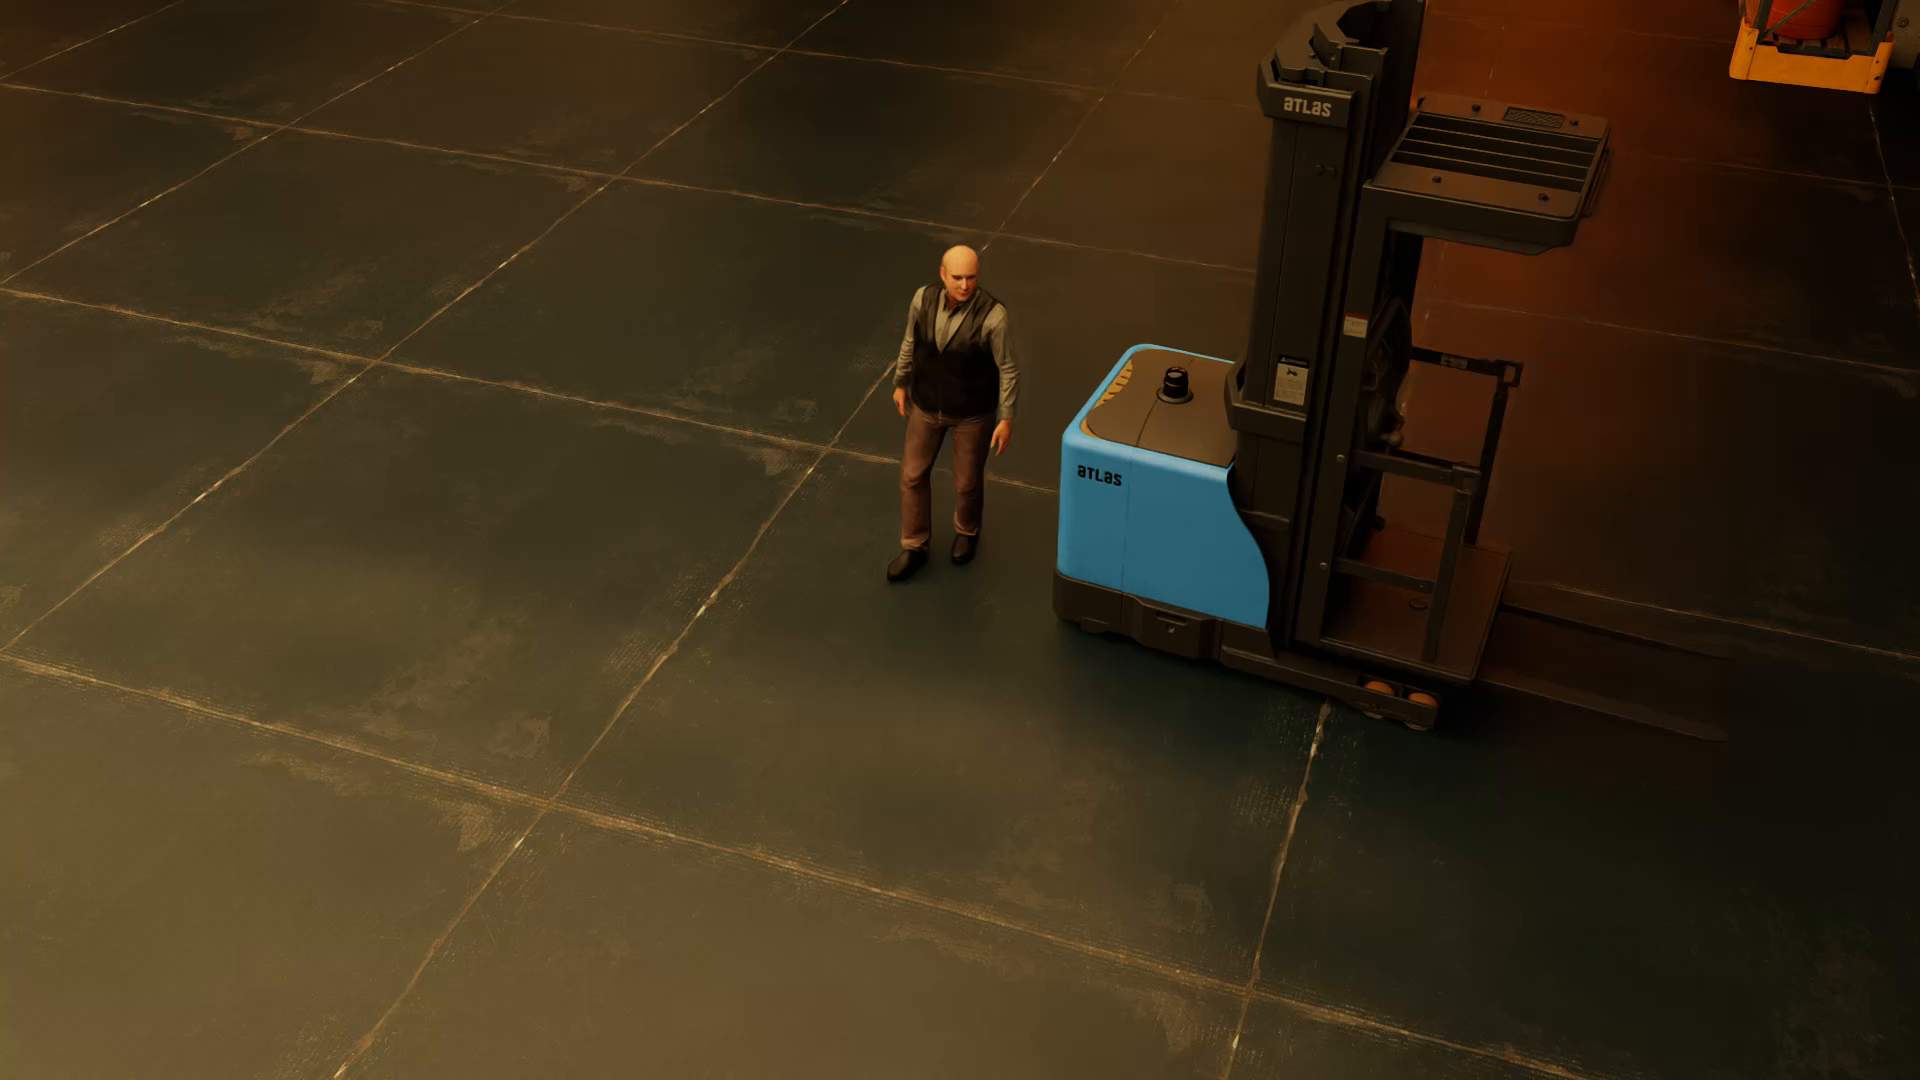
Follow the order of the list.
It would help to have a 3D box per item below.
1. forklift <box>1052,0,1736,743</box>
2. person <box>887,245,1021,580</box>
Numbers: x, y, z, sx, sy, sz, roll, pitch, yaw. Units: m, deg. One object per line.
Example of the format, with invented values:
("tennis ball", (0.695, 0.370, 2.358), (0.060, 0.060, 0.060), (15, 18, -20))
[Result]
("forklift", (2.008, -0.696, 7.093), (3.031, 2.935, 1.130), (15, 38, 20))
("person", (-0.054, -0.547, 8.029), (0.686, 1.621, 0.601), (13, 38, 18))
